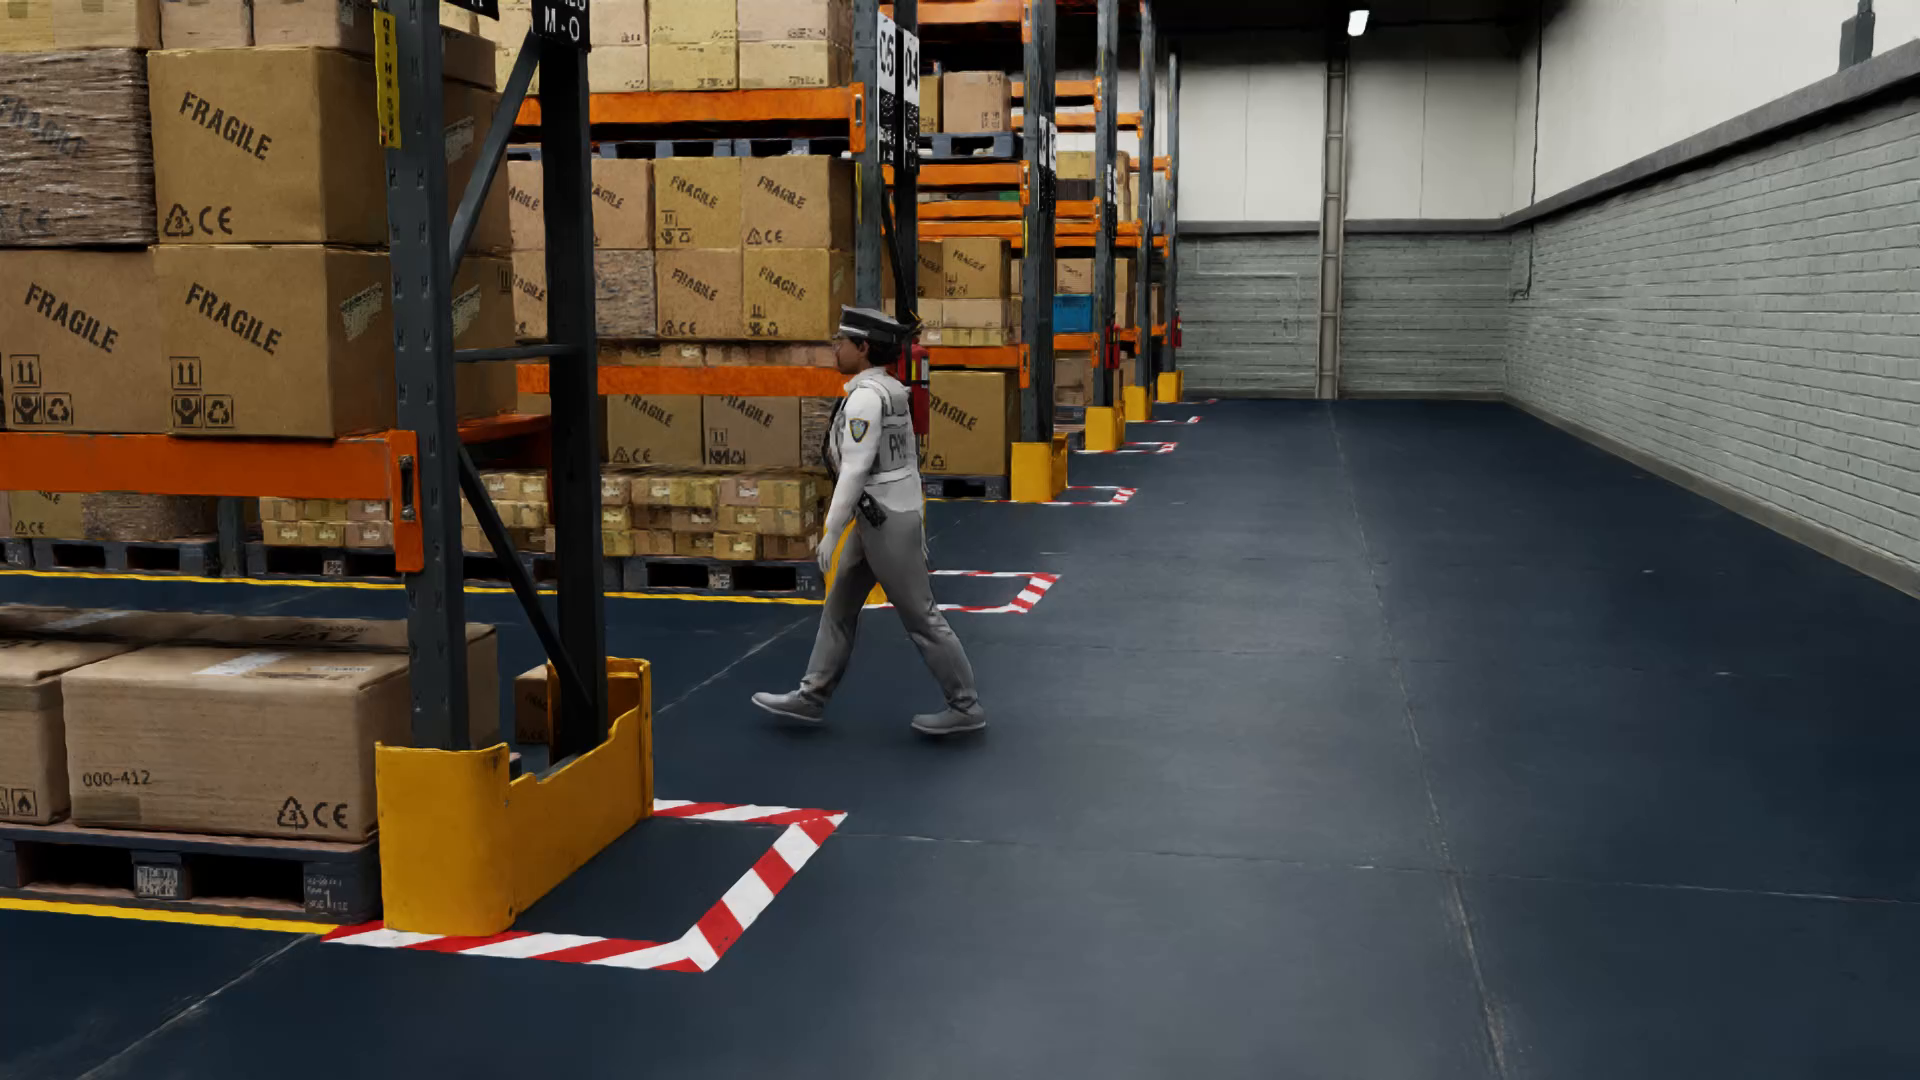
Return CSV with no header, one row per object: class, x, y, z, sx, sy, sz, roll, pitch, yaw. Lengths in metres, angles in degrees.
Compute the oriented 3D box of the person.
person,-0.369,-0.070,6.272,0.927,1.625,0.505,1,8,4
